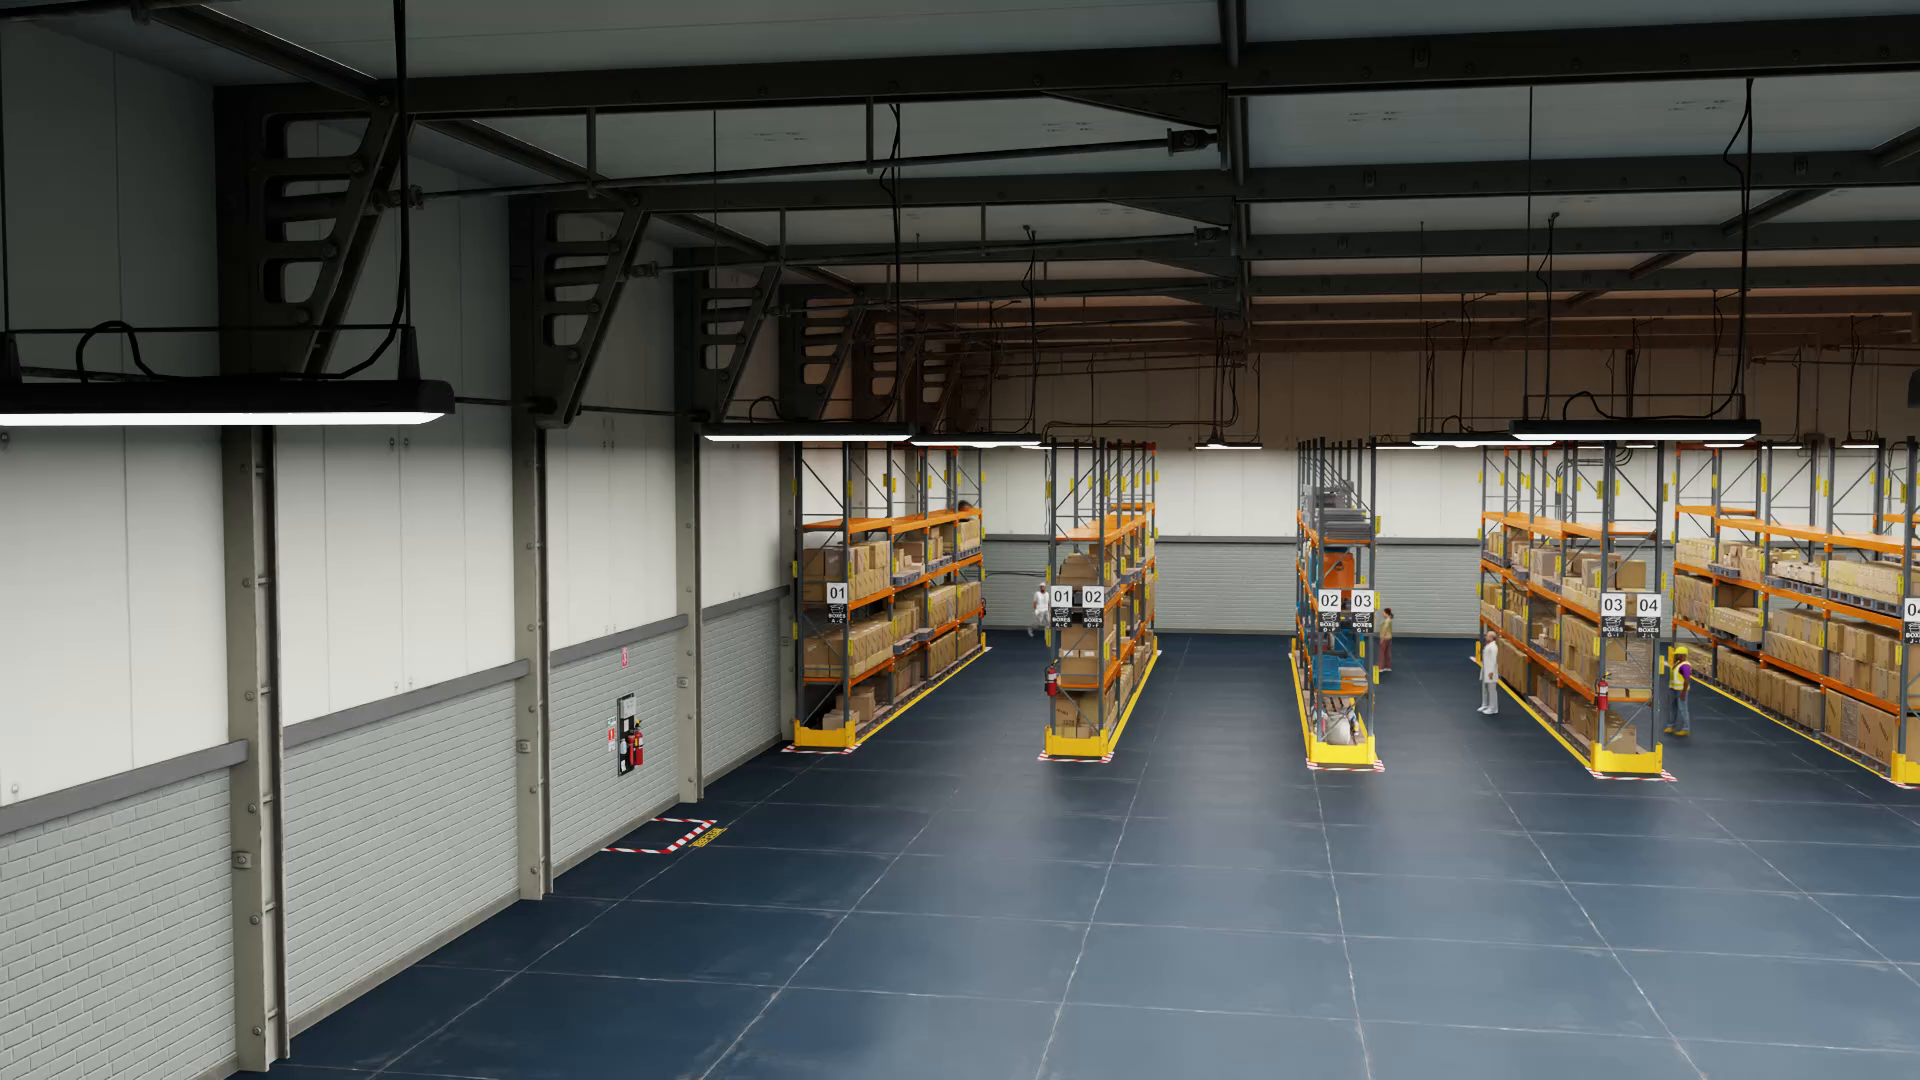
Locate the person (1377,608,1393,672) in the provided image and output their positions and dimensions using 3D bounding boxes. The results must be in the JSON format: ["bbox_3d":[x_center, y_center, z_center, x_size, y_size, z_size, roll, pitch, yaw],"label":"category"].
[{"bbox_3d":[11.040,2.598,43.299,0.440,1.681,0.497,2,4,36],"label":"person"}]

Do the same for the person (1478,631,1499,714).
[{"bbox_3d":[11.598,2.894,36.472,0.421,1.787,0.605,0,3,-8],"label":"person"}]

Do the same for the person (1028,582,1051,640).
[{"bbox_3d":[2.501,2.167,50.728,0.761,1.738,0.596,3,4,44],"label":"person"}]

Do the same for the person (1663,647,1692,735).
[{"bbox_3d":[14.574,3.047,33.768,0.484,1.762,0.634,-1,3,-13],"label":"person"}]
